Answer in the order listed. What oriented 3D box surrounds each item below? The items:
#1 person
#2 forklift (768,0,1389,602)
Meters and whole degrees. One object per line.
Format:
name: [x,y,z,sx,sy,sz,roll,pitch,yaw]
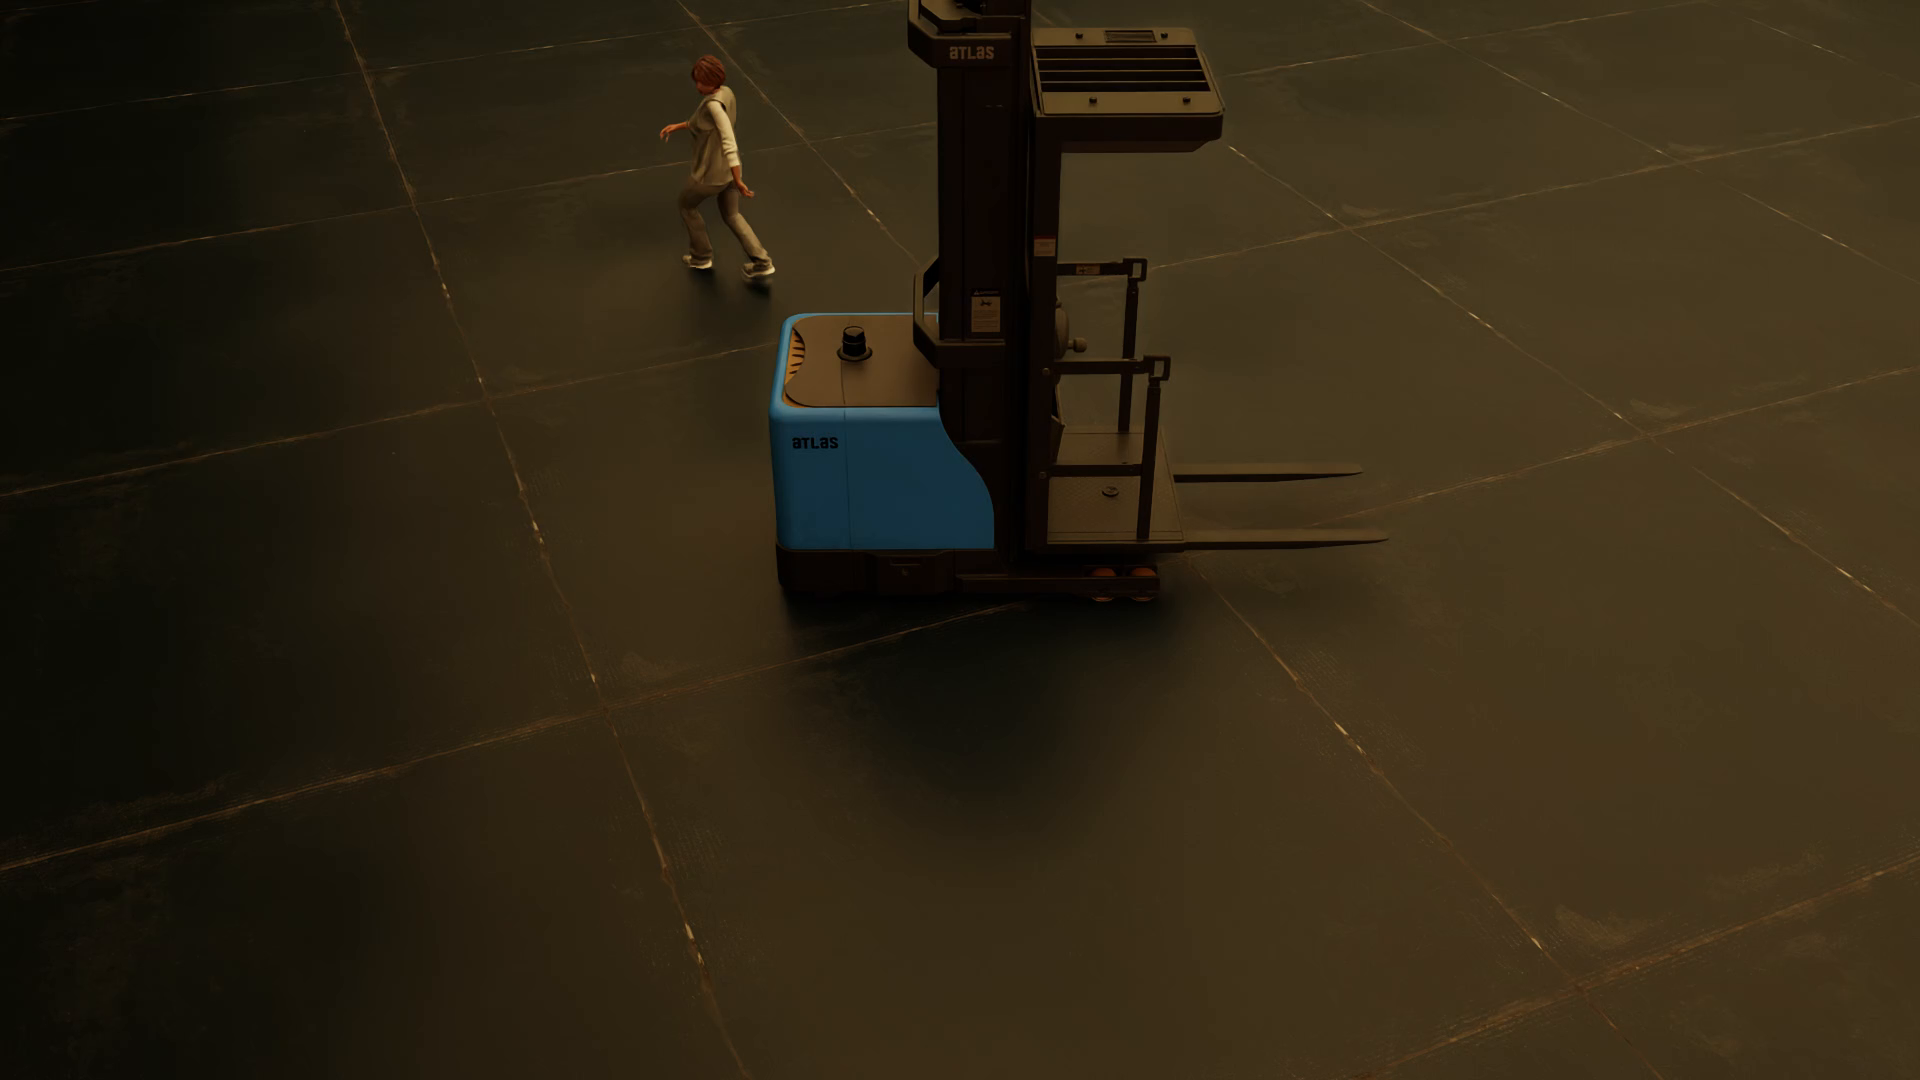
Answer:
person: [-1.570,-2.367,10.679,0.794,1.520,0.438,17,39,23]
forklift: [0.610,-1.199,7.785,3.031,2.935,1.130,0,35,-1]
